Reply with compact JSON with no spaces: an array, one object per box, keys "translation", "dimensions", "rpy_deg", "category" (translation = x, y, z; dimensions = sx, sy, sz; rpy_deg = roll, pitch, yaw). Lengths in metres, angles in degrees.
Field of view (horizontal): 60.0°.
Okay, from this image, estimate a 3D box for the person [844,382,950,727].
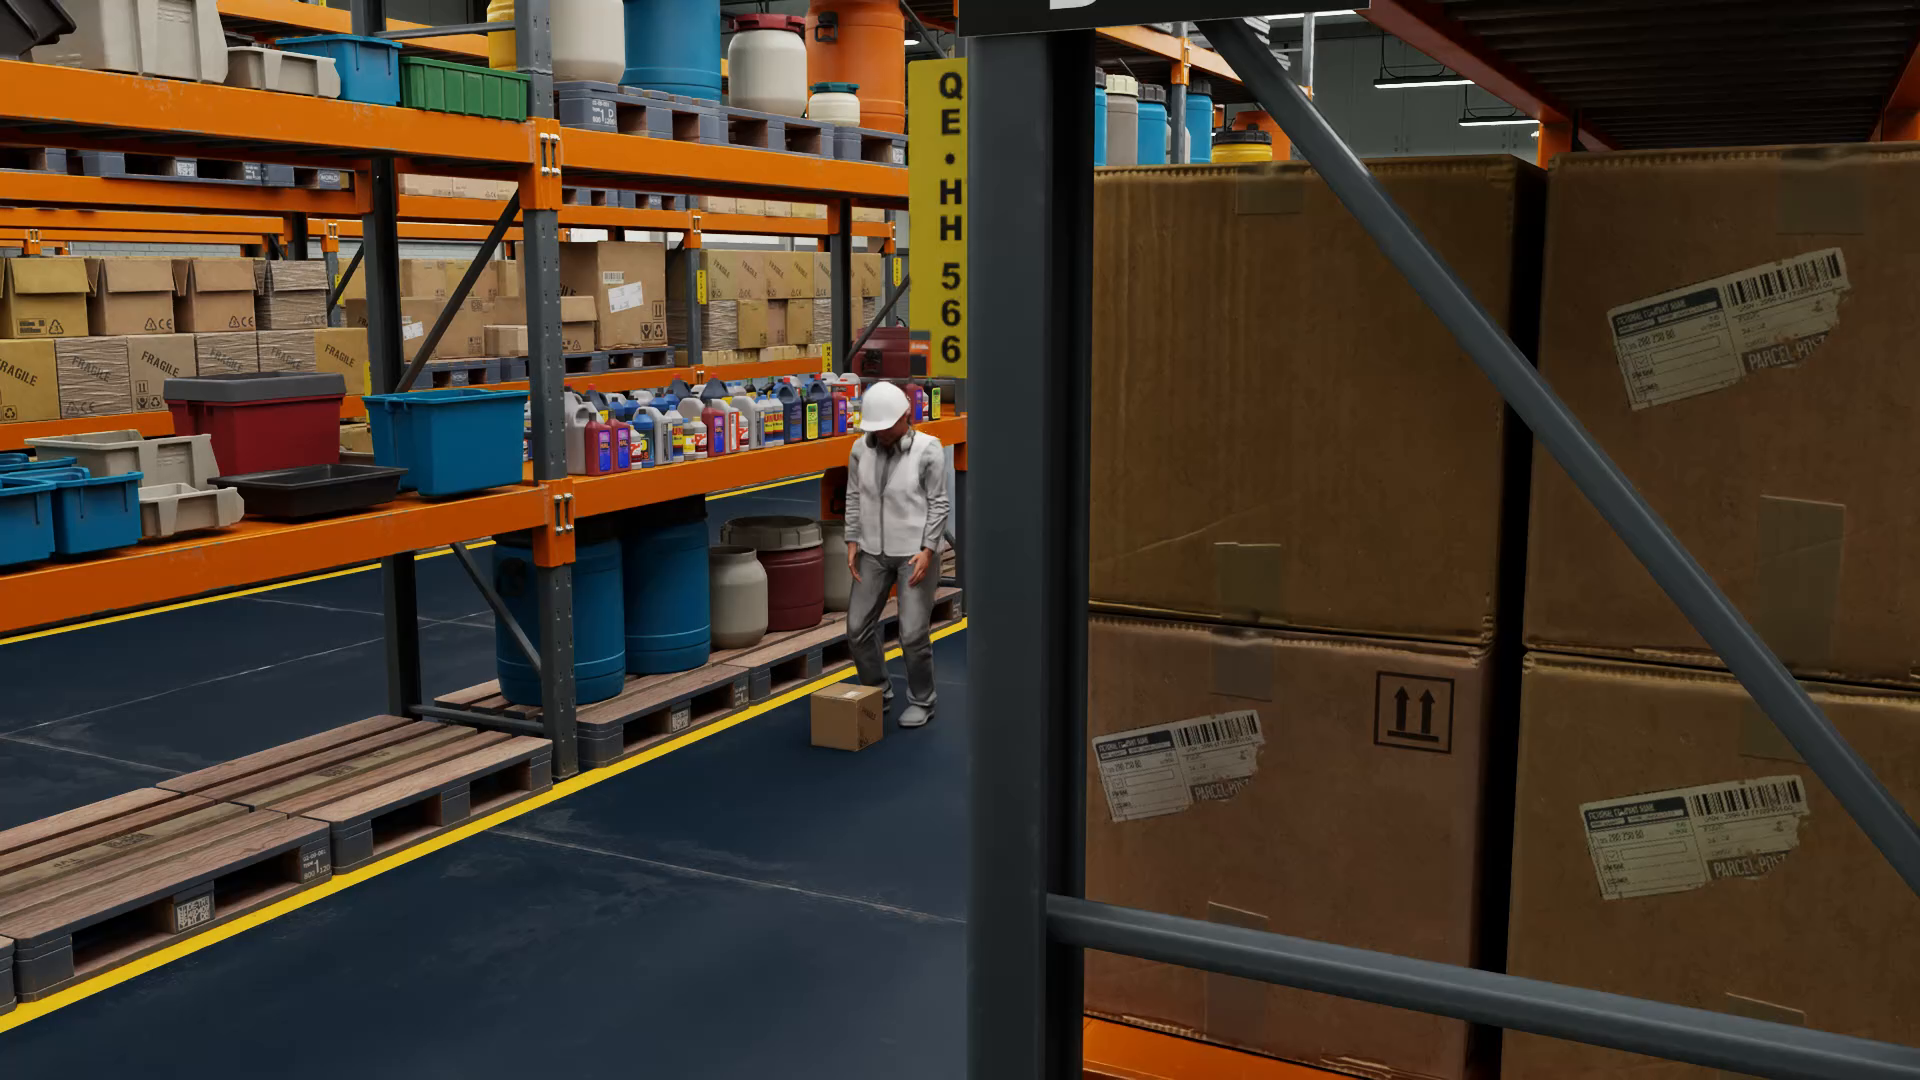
[{"translation":[-0.308,0.065,8.153],"dimensions":[0.567,1.695,0.516],"rpy_deg":[5,10,27],"category":"person"}]
